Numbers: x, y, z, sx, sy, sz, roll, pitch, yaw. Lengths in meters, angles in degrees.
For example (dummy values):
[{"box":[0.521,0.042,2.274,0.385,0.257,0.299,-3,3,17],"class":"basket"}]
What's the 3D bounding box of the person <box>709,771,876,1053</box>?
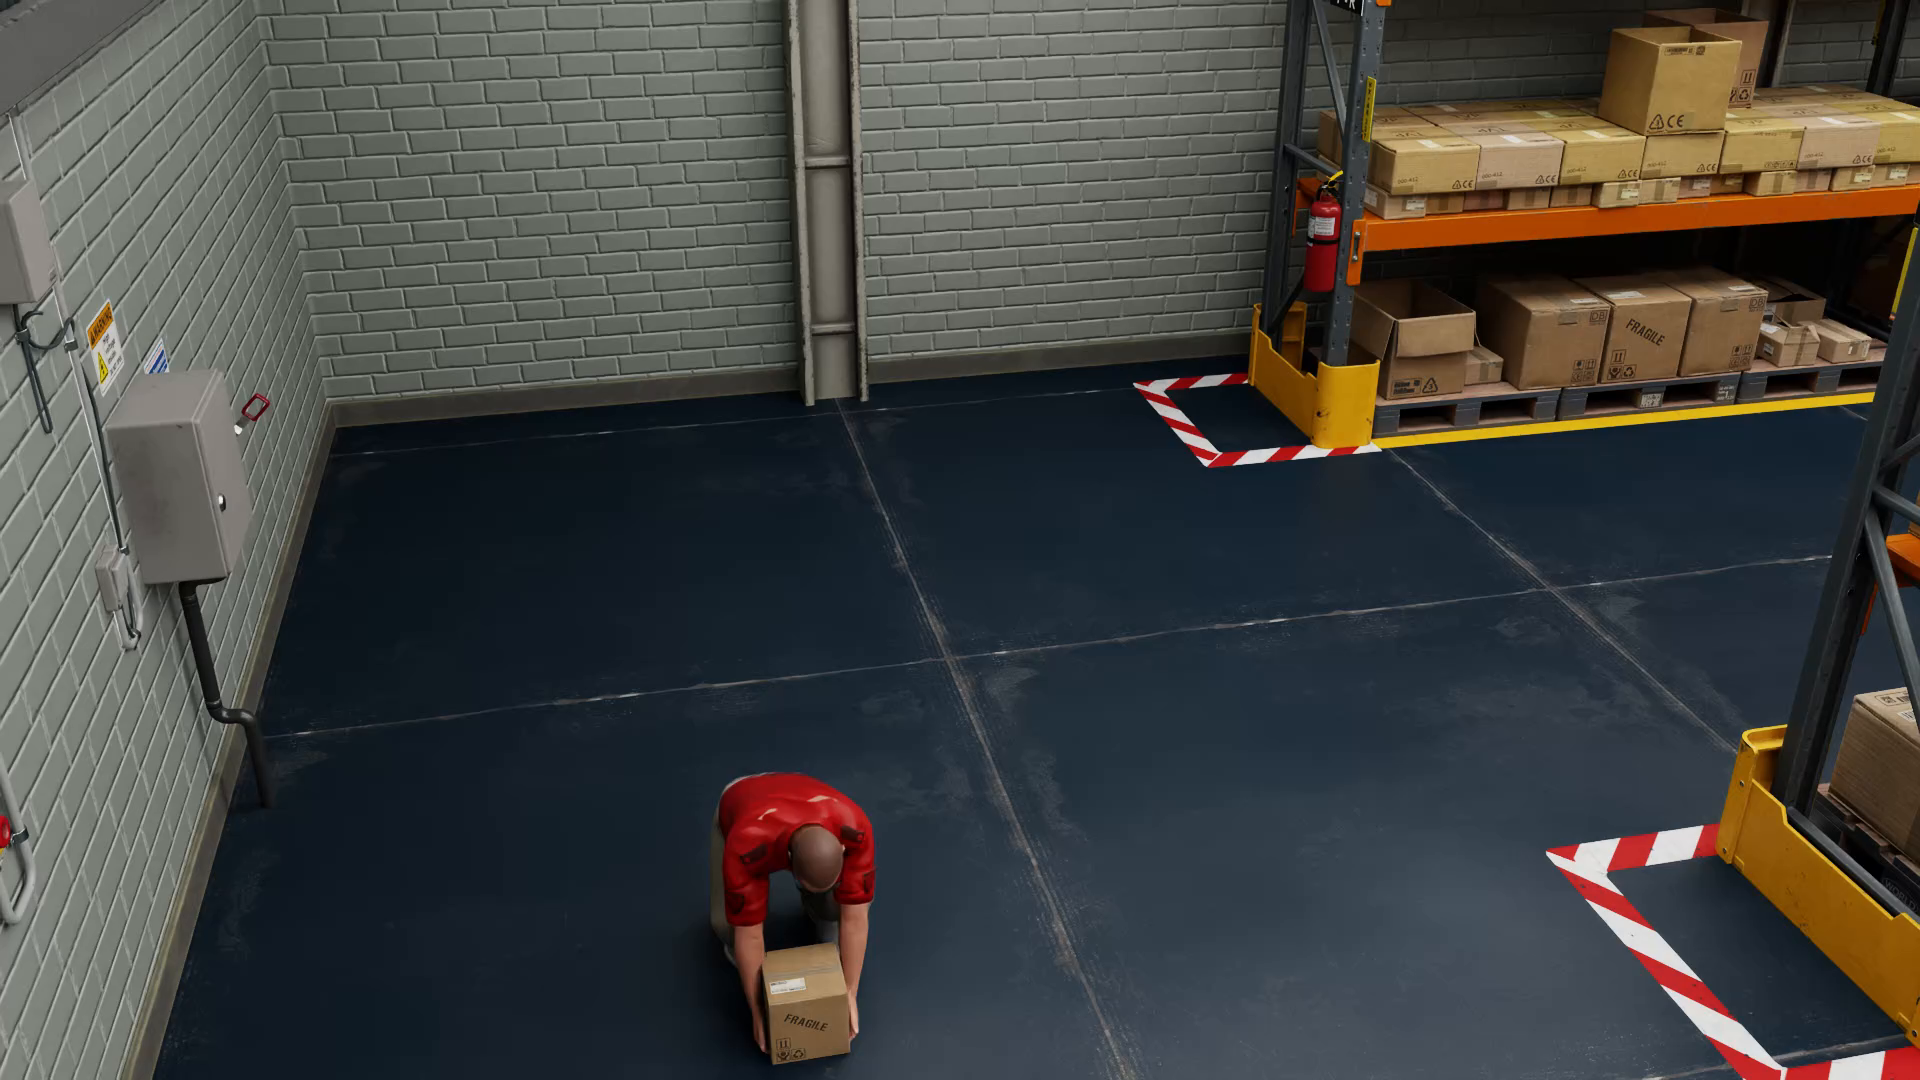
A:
[{"box":[-0.565,1.120,5.503,0.546,0.854,0.882,-6,27,-12],"class":"person"}]
